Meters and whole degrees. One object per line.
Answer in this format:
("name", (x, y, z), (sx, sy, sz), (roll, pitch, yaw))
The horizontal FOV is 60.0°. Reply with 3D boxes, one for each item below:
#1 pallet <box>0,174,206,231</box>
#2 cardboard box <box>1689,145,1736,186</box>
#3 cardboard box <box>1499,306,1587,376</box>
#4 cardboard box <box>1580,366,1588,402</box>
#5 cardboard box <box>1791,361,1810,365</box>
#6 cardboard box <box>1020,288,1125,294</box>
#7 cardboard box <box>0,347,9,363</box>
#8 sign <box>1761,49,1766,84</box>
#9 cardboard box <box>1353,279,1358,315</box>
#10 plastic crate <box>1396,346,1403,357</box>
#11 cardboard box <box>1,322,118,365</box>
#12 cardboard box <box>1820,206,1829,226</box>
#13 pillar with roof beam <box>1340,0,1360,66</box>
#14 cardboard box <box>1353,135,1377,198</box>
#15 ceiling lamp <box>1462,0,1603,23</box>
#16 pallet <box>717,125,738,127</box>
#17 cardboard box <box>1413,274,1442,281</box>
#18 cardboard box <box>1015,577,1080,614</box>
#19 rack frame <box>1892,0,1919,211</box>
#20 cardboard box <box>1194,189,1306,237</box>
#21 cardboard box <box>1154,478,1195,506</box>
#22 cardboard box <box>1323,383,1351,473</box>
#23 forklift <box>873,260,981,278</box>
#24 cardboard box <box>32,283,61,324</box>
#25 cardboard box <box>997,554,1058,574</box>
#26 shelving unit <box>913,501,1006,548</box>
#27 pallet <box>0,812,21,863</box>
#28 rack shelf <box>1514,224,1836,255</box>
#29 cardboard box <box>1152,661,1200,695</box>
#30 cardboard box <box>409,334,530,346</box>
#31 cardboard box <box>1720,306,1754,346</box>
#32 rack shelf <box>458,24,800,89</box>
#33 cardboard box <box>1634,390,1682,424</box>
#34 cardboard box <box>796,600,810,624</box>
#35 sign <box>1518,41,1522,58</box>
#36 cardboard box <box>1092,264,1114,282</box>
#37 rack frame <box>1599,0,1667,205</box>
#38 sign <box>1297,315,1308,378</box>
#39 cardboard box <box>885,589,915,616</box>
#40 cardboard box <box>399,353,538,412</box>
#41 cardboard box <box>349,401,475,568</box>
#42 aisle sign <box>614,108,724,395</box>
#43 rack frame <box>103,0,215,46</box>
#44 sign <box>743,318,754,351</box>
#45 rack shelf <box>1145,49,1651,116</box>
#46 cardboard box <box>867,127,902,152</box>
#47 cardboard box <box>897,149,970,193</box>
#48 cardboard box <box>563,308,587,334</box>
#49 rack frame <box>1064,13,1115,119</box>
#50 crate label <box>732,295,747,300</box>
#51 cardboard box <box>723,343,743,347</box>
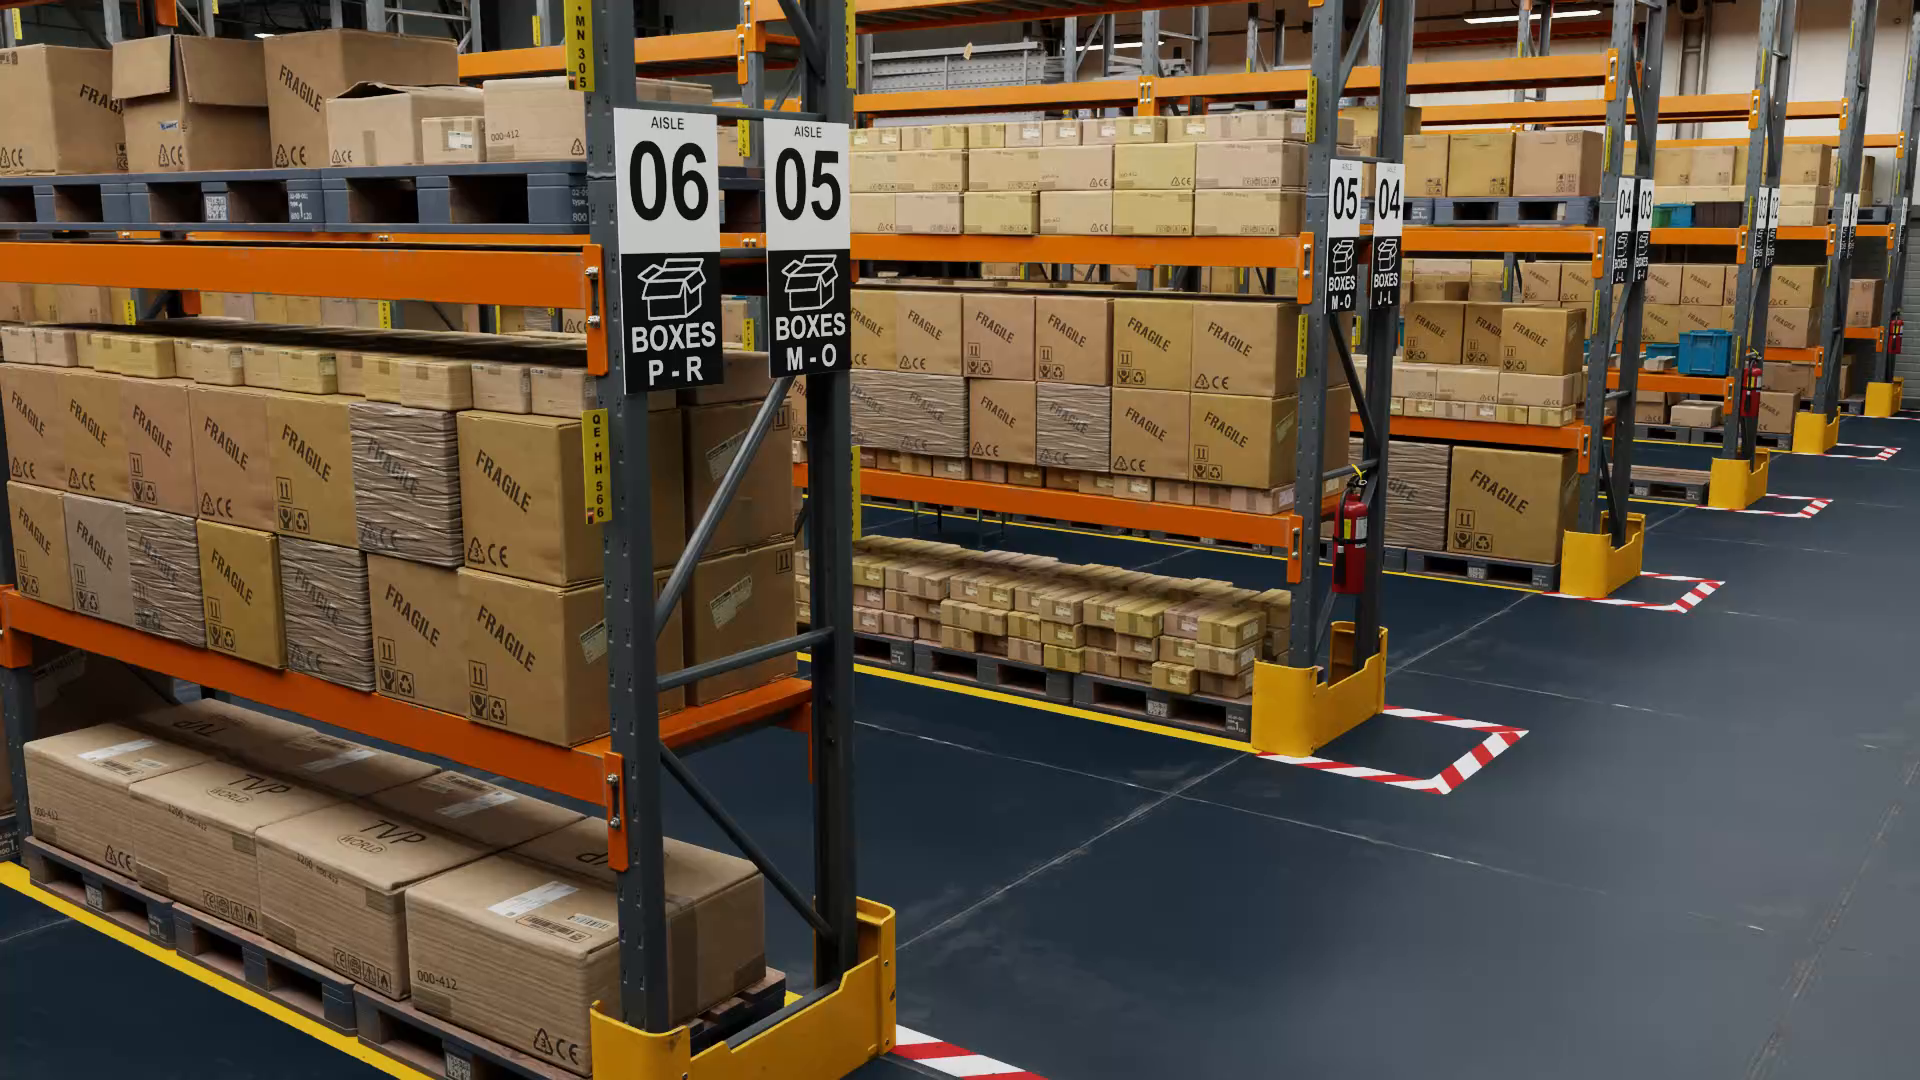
("pallet", (-3.277, -1.393, 6.888), (1.213, 0.211, 1.003), (8, 13, 36))
("cardboard box", (9.784, -4.818, 21.462), (0.500, 0.500, 0.700), (8, 13, 36))
("cardboard box", (4.612, -1.580, 13.155), (0.500, 0.500, 0.500), (8, 14, 36))
("cardboard box", (4.933, -1.292, 13.644), (0.500, 0.250, 0.500), (8, 13, 34))
("cardboard box", (12.915, -2.775, 25.466), (0.250, 0.149, 0.380), (8, 14, 37))
("cardboard box", (0.709, -1.328, 10.539), (0.500, 0.500, 0.500), (7, 13, 34))
("cardboard box", (-4.439, -0.609, 7.604), (0.500, 0.500, 0.500), (8, 14, 37))
("sign", (7.779, -4.584, 16.101), (0.005, 0.325, 0.100), (8, 13, 36))
("cardboard box", (5.777, -3.610, 24.643), (0.700, 0.500, 0.500), (-10, 15, -42))
("plastic crate", (5.158, -2.158, 19.045), (0.243, 0.136, 0.396), (8, 13, 36))
("cardboard box", (-3.829, -0.840, 7.093), (0.250, 0.149, 0.380), (8, 13, 35))
("cardboard box", (10.763, -4.136, 21.231), (0.500, 0.250, 0.500), (8, 13, 36))
("pillar with roof beam", (4.424, -6.864, 27.037), (0.548, 9.000, 9.100), (8, 13, 36))
("cardboard box", (3.370, -3.131, 14.007), (0.500, 0.500, 0.700), (9, 14, 38))
("ceiling lamp", (8.398, -9.325, 24.389), (2.000, 3.185, 0.800), (8, 13, 36))
("pallet", (-3.249, -6.114, 24.710), (1.213, 0.211, 1.003), (8, 13, 36))
("cardboard box", (8.164, -4.350, 28.737), (0.500, 0.500, 0.500), (9, 14, 37))
("cardboard box", (0.546, 0.350, 10.376), (0.250, 0.149, 0.380), (7, 13, 34))
("rack frame", (13.956, -6.345, 24.355), (0.127, 3.000, 1.000), (8, 13, 36))
("cardboard box", (1.619, -1.786, 9.083), (0.500, 0.250, 0.500), (8, 13, 34))
("cardboard box", (1.323, -0.306, 9.597), (0.250, 0.149, 0.380), (8, 13, 35))
("cardboard box", (1.944, -0.664, 9.741), (0.500, 0.500, 0.500), (9, 14, 38))
("forklift", (-0.575, -2.212, 18.968), (3.031, 2.935, 1.130), (6, 13, 29))
("cardboard box", (-9.104, -2.560, 17.349), (0.500, 0.550, 0.875), (8, 13, 36))
("cardboard box", (0.454, 0.211, 11.097), (0.250, 0.149, 0.380), (7, 13, 34))
("shelving unit", (-0.005, -0.737, 15.111), (0.755, 1.500, 0.431), (8, 13, 36))
("pallet", (-4.596, 1.237, 8.301), (1.213, 0.211, 1.003), (8, 13, 36))
("rack shelf", (9.415, -3.985, 21.948), (4.000, 0.370, 1.077), (8, 13, 36))
("cardboard box", (1.328, 0.776, 9.740), (0.250, 0.149, 0.380), (8, 14, 37))
("cardboard box", (-1.865, -0.696, 6.348), (0.250, 0.149, 0.380), (8, 14, 36))
("cardboard box", (10.084, -2.756, 21.336), (0.500, 0.500, 0.500), (8, 14, 36))
("rack shelf", (-2.693, -3.447, 12.322), (4.000, 0.370, 1.077), (8, 13, 36))
("cardboard box", (9.320, -1.870, 22.434), (0.637, 0.503, 0.797), (8, 13, 36))
("cardboard box", (-0.978, 0.457, 11.389), (0.250, 0.149, 0.380), (7, 13, 33))
("sign", (7.479, -6.486, 22.211), (0.005, 0.325, 0.100), (8, 13, 36))
("cardboard box", (2.914, -5.172, 32.456), (0.500, 0.500, 0.500), (7, 13, 34))
("rack frame", (5.160, -4.070, 12.596), (0.127, 3.000, 1.000), (8, 13, 36))
("sign", (1.798, -1.017, 8.732), (0.005, 0.325, 0.100), (8, 13, 36))
("cardboard box", (-0.288, 0.378, 11.014), (0.250, 0.149, 0.380), (7, 13, 33))
("cardboard box", (-1.590, -0.517, 5.419), (0.250, 0.149, 0.380), (8, 13, 35))
("cardboard box", (-1.674, -0.219, 5.591), (0.500, 0.500, 0.500), (8, 14, 36))
("aisle sign", (-0.831, -0.828, 4.789), (0.004, 0.787, 0.394), (8, 13, 36))
("rack frame", (-7.529, -4.671, 15.703), (0.127, 3.000, 1.000), (8, 13, 36))
("sign", (-1.407, -1.309, 11.072), (0.005, 0.325, 0.100), (8, 13, 36))
("rack shelf", (3.548, -3.745, 13.864), (4.000, 0.370, 1.077), (8, 13, 36))
("cardboard box", (-0.372, -2.505, 10.434), (0.250, 0.149, 0.380), (7, 13, 34))
("cardboard box", (-0.039, -2.264, 10.239), (0.500, 0.250, 0.500), (8, 14, 37))
("cardboard box", (-3.955, -2.864, 19.470), (1.000, 1.000, 1.000), (8, 14, 36))
("rack frame", (1.644, -5.728, 21.164), (0.127, 3.000, 1.000), (8, 13, 36))
("crate label", (-3.161, -3.533, 25.524), (0.616, 0.435, 0.502), (8, 13, 36))
("cardboard box", (-1.760, -1.404, 12.599), (0.250, 0.149, 0.380), (8, 13, 35))
